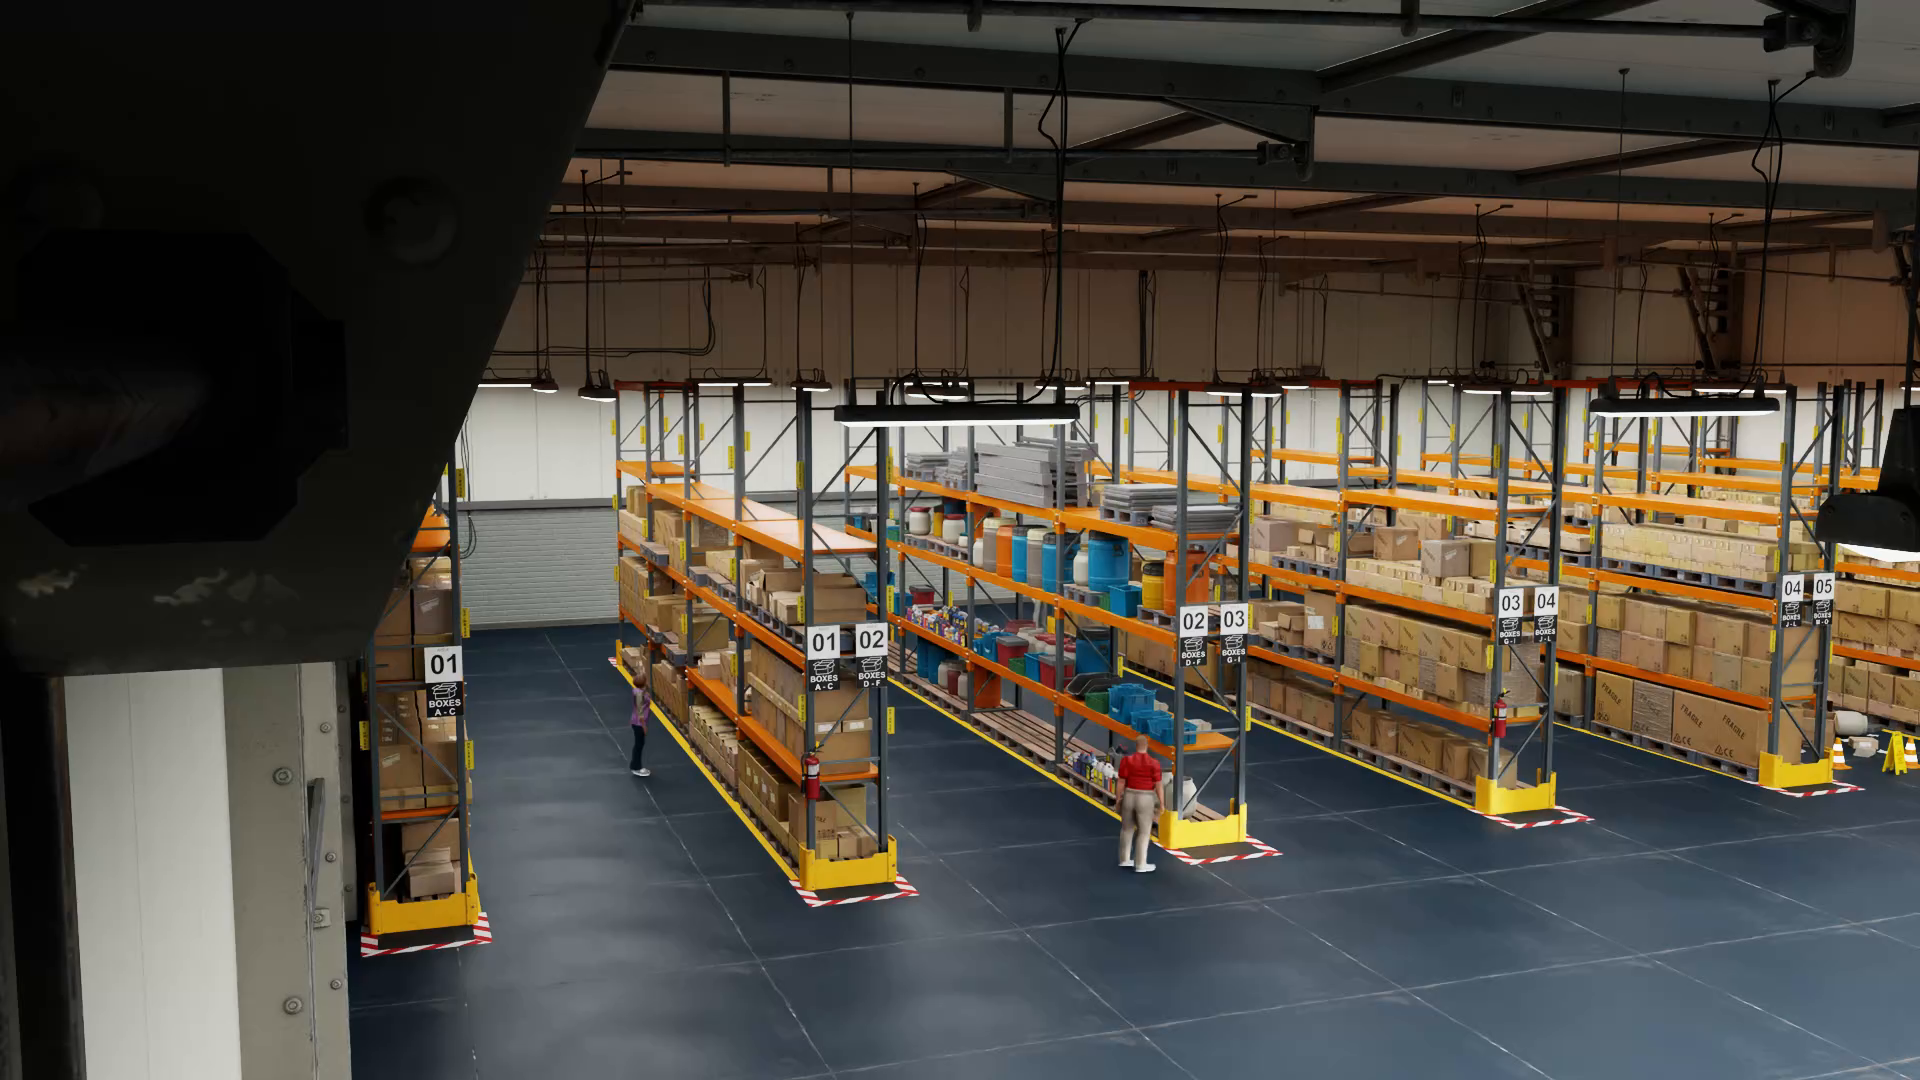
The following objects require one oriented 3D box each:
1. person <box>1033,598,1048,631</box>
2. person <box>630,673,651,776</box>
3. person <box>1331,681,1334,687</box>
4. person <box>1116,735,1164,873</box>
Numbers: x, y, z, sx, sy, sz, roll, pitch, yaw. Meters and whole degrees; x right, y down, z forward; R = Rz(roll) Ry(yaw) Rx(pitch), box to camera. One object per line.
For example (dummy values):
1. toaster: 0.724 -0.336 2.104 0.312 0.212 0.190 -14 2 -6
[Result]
1. person: 1.949 1.332 39.520 0.371 1.658 0.546 5 8 42
2. person: -4.930 2.833 25.600 0.339 1.603 0.467 0 6 -4
3. person: 7.013 2.253 30.965 0.387 1.657 0.503 1 6 9
4. person: 2.262 3.290 20.814 0.604 1.742 0.439 4 7 34
